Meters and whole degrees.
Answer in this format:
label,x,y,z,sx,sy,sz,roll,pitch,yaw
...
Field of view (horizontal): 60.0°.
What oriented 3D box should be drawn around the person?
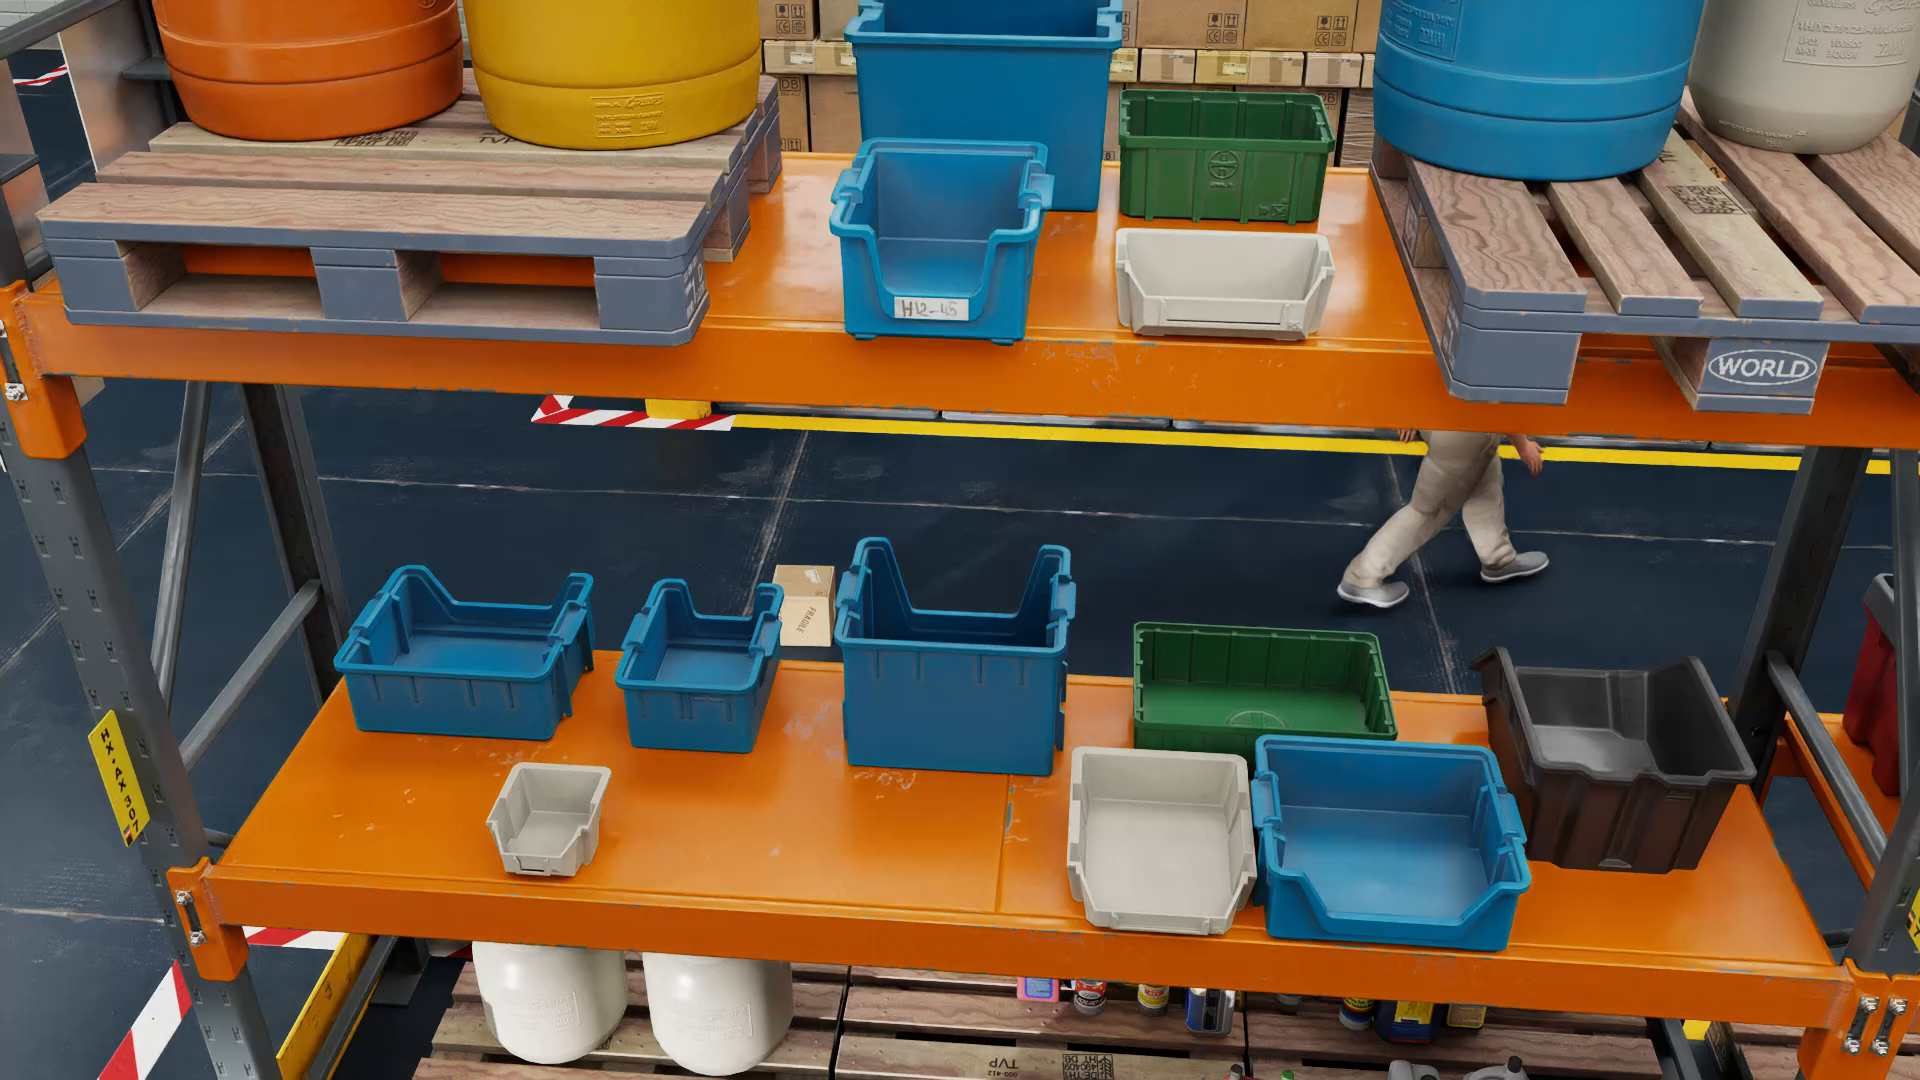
label,x,y,z,sx,sy,sz,roll,pitch,yaw
person,2.149,-0.475,6.918,1.039,1.669,0.566,-3,32,-5
